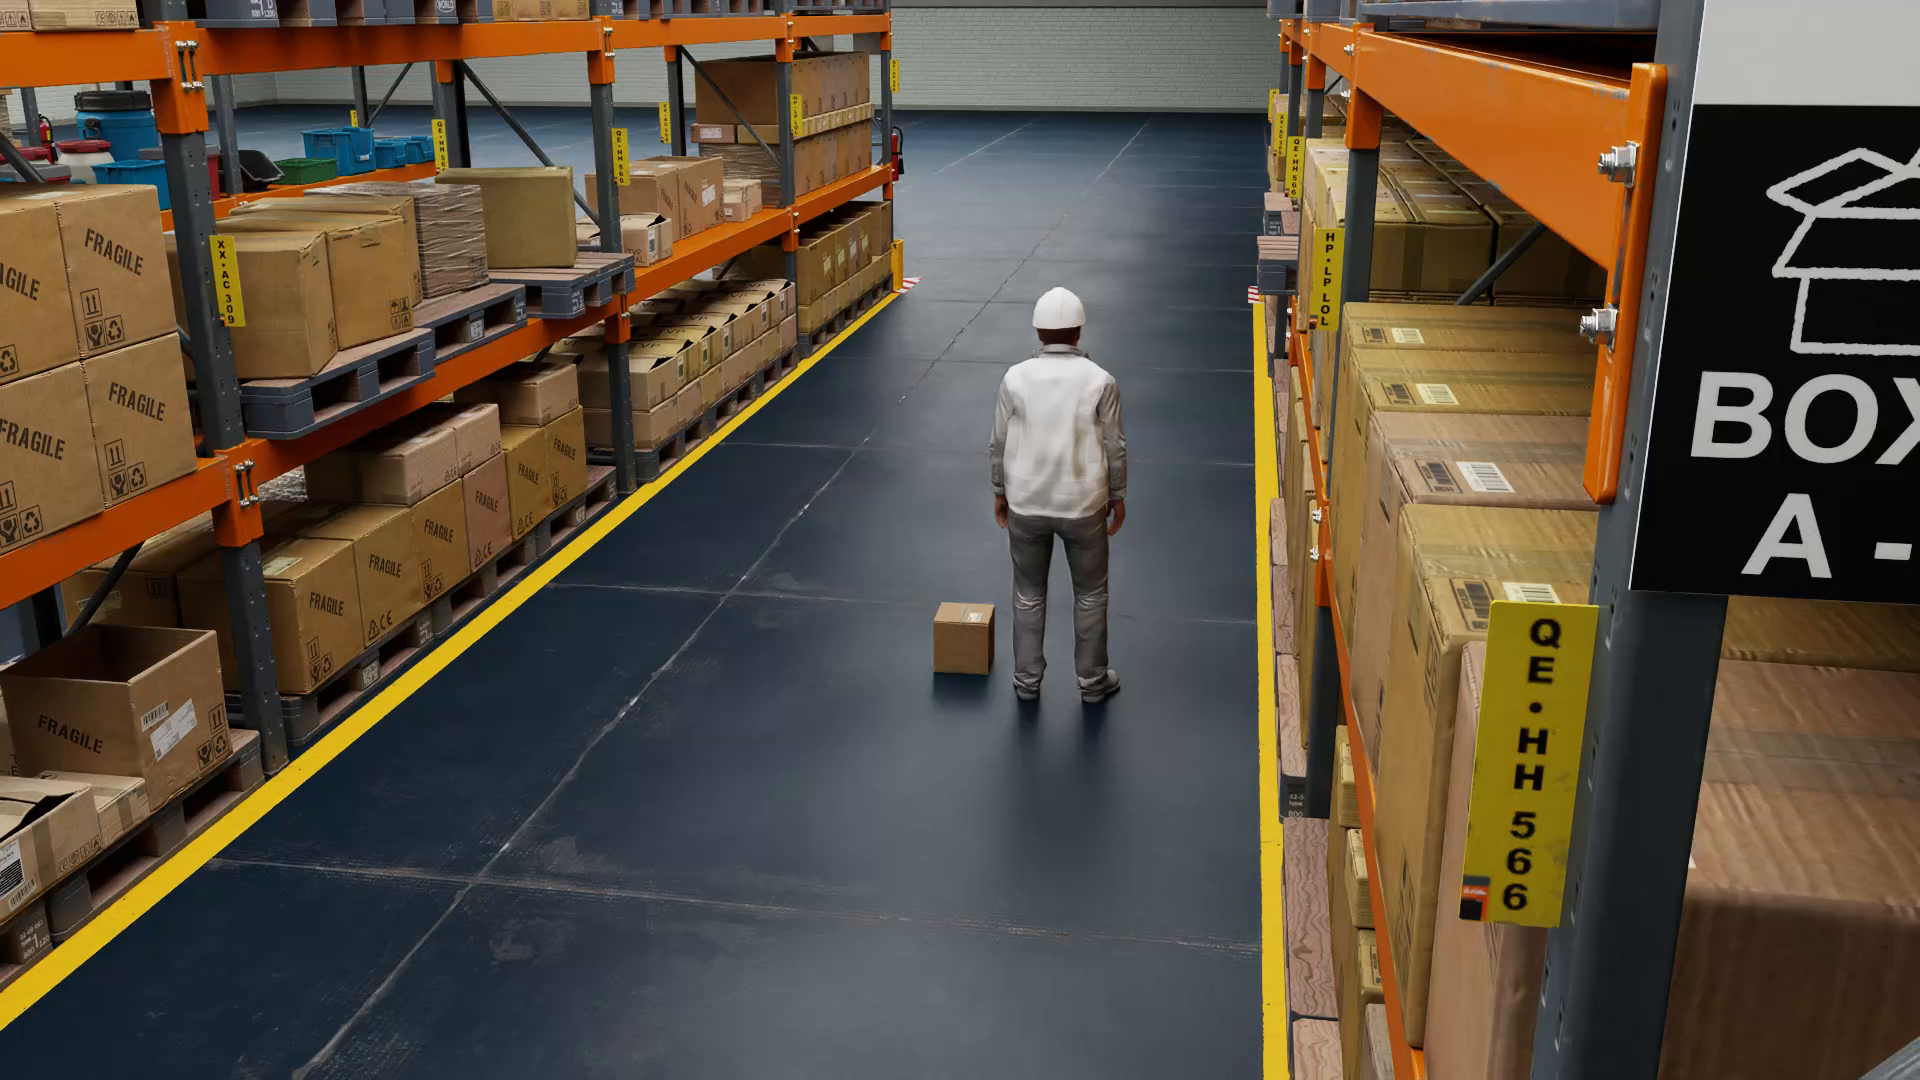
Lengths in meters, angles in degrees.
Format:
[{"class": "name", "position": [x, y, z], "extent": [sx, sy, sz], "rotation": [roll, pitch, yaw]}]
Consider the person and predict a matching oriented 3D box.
[{"class": "person", "position": [0.418, -0.172, 7.051], "extent": [0.579, 1.769, 0.461], "rotation": [3, 18, 10]}]
